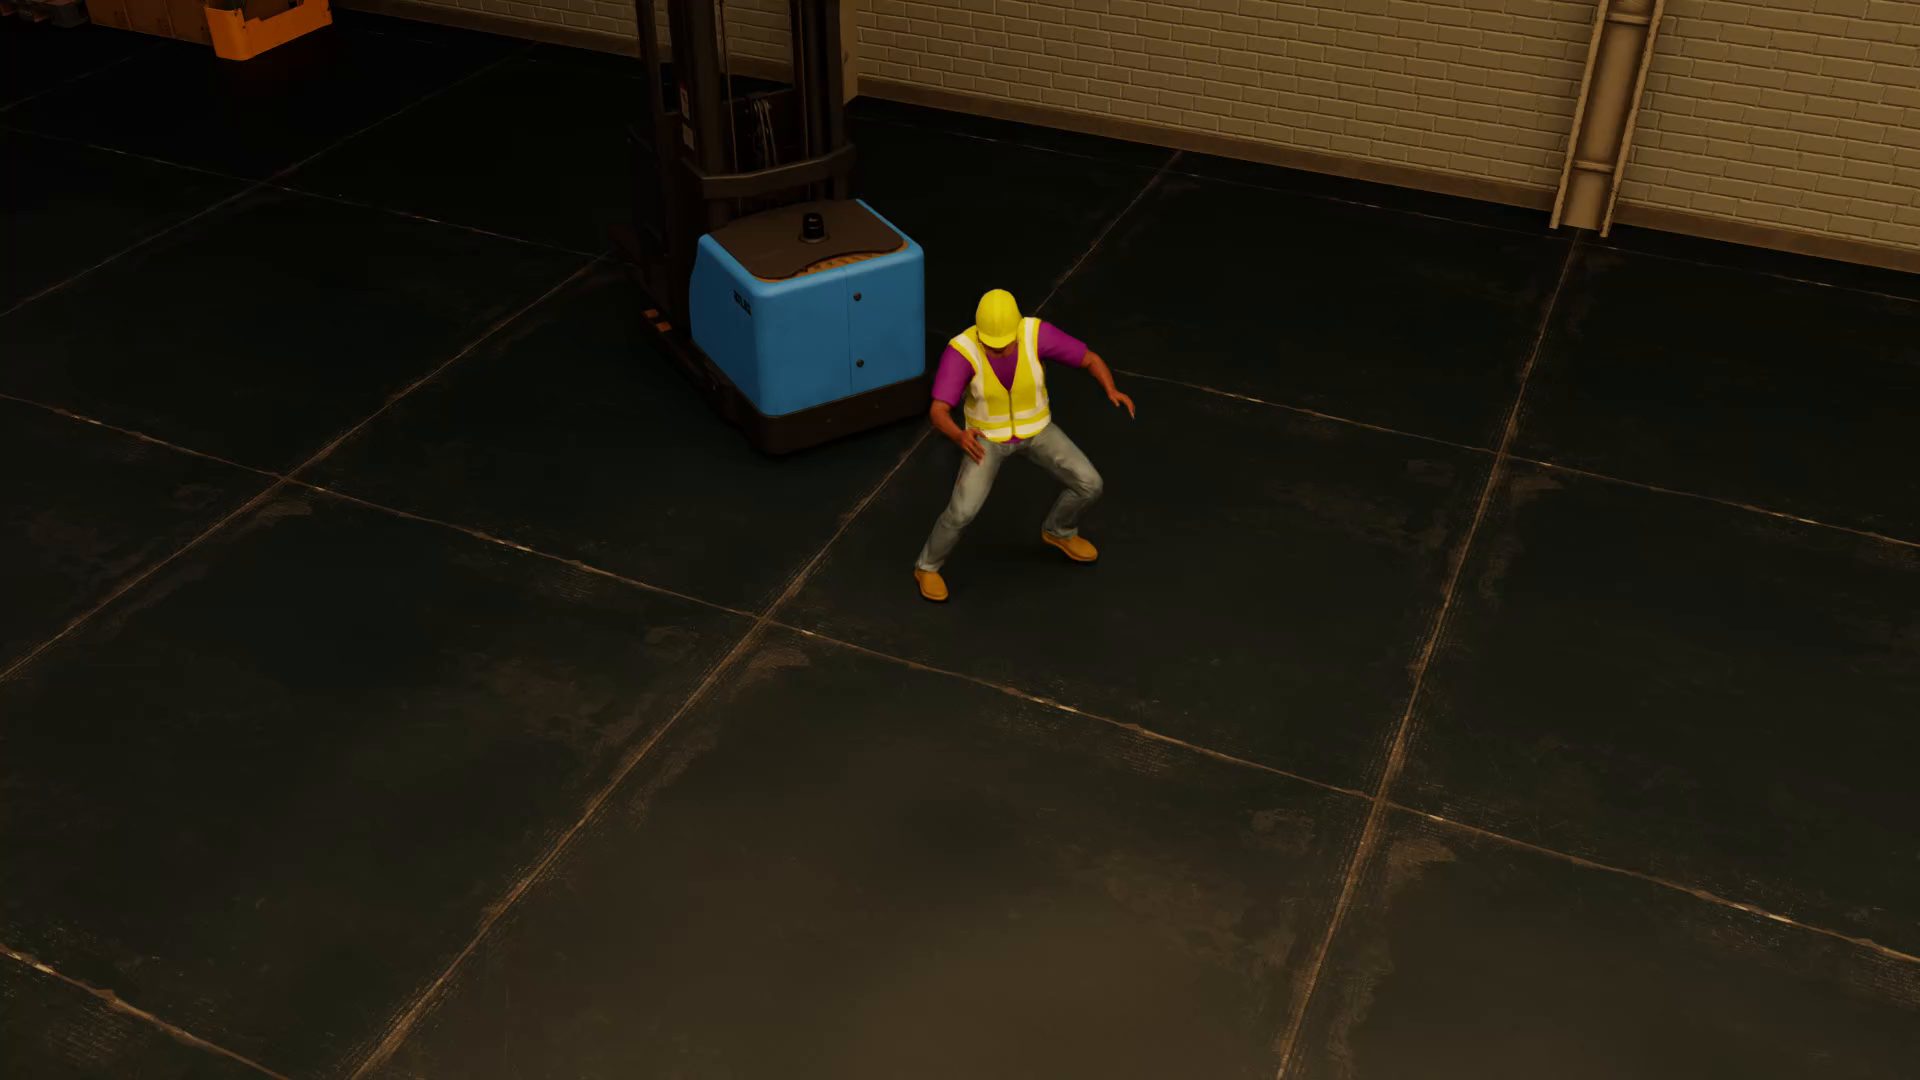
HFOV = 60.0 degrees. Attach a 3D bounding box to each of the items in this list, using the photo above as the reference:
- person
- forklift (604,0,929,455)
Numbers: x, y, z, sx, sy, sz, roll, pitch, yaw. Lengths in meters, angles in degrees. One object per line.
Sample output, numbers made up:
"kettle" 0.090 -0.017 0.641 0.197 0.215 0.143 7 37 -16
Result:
"person" 0.283 -0.462 7.940 1.026 1.539 0.786 -5 36 -7
"forklift" -1.353 -2.494 9.583 1.130 2.935 3.031 -19 40 -24
